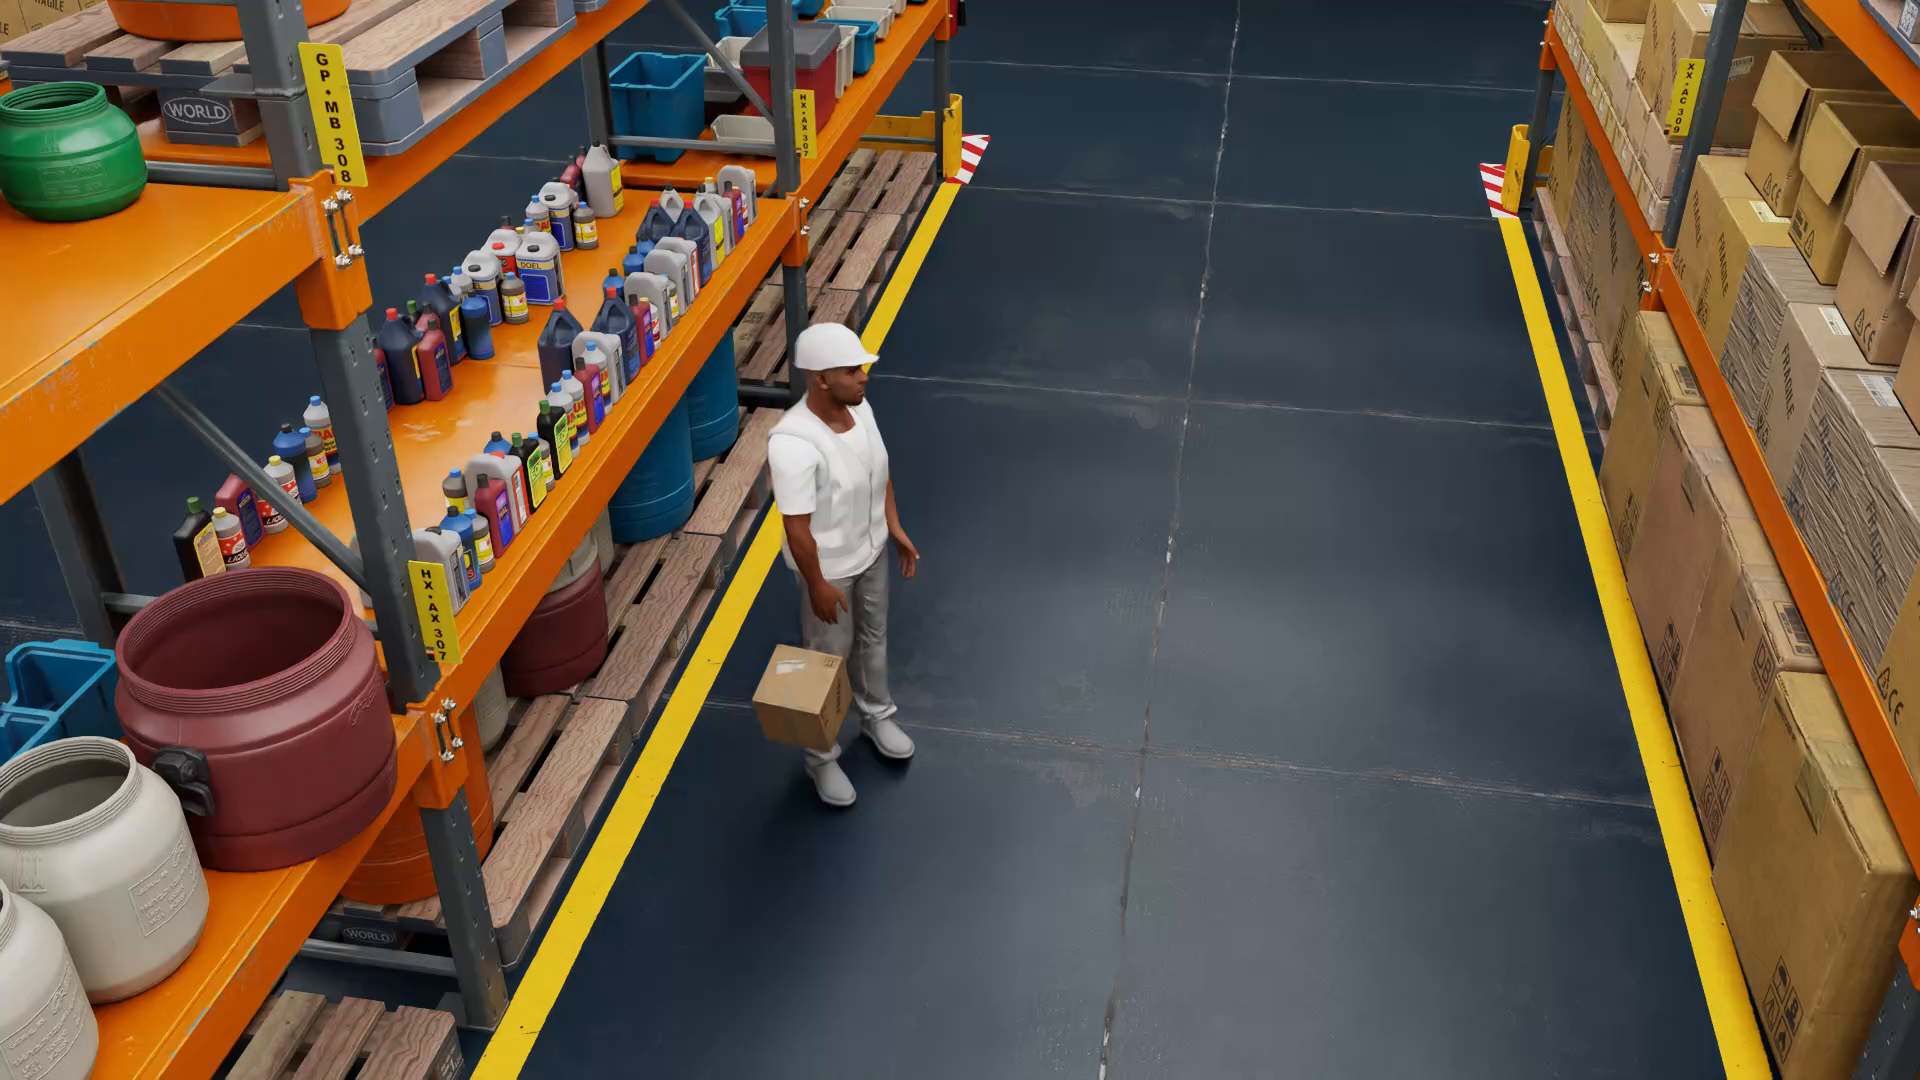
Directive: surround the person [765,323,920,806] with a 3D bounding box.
[{"bbox_3d":[-0.408,0.078,5.947,0.452,1.775,0.600,16,36,24],"label":"person"}]
